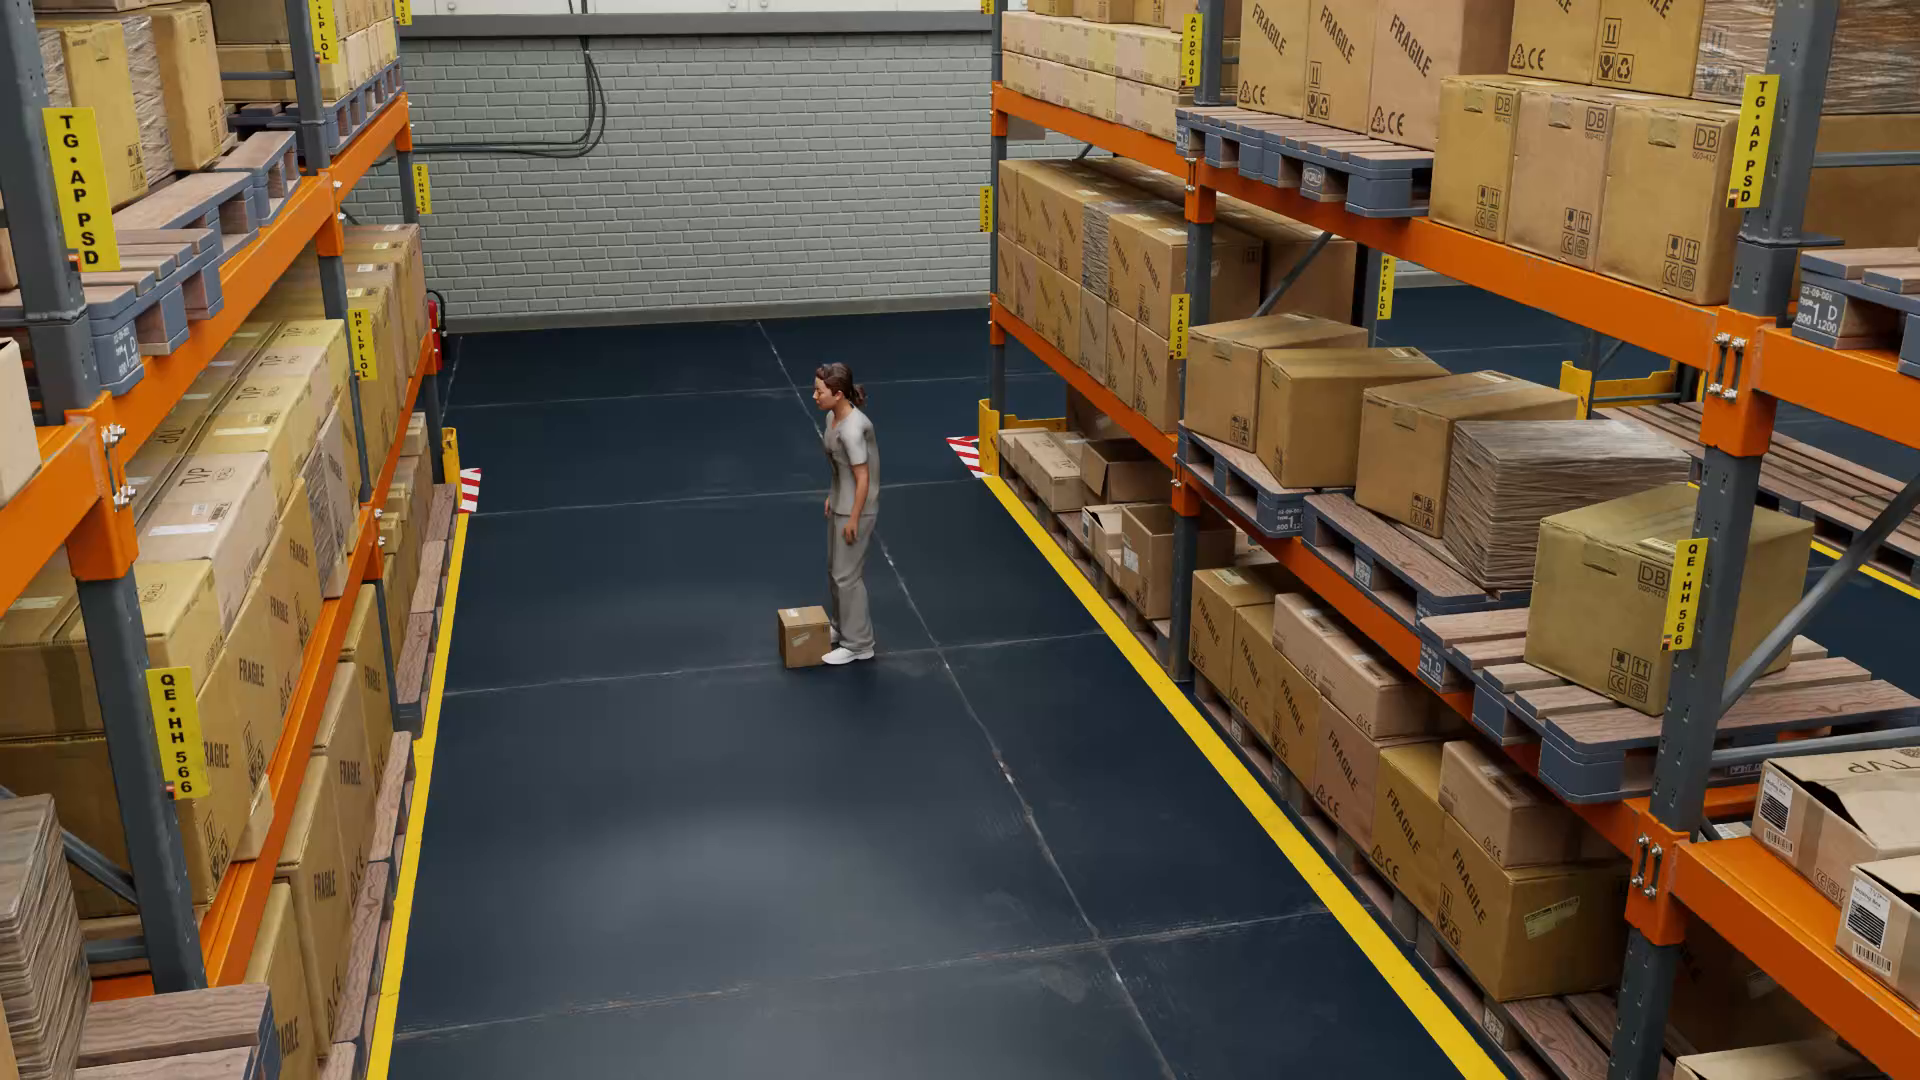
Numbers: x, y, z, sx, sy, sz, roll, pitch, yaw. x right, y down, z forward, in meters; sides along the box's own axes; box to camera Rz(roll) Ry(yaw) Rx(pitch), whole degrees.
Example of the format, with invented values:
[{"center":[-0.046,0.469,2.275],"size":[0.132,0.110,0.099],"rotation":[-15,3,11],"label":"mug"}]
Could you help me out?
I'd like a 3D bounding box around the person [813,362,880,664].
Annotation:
[{"center":[-0.622,-0.157,9.013],"size":[0.363,1.672,0.514],"rotation":[-6,20,-16],"label":"person"}]
